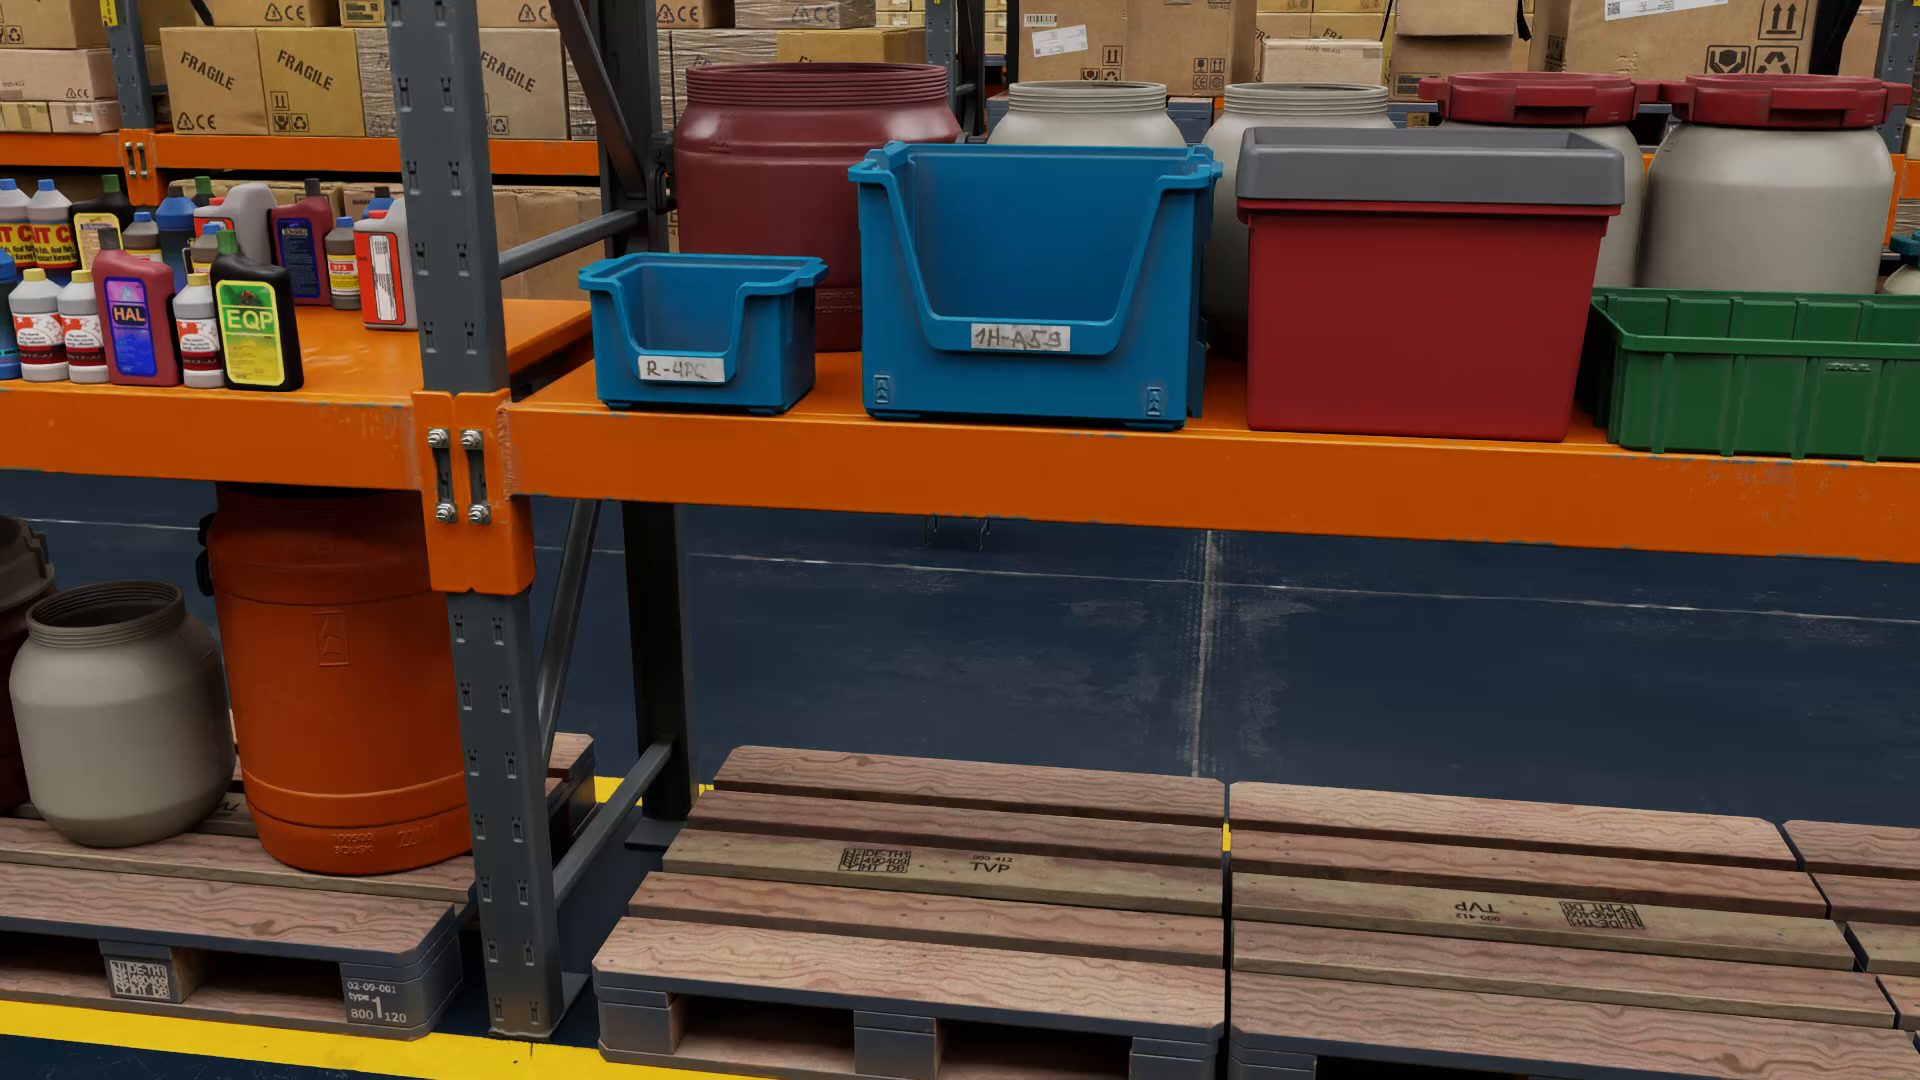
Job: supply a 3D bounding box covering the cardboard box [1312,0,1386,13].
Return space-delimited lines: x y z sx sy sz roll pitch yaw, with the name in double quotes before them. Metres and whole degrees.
"cardboard box" 2.824 -4.101 12.099 0.500 0.500 0.700 3 19 8

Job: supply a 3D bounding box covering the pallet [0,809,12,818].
"pallet" -2.787 0.653 4.018 1.213 0.211 1.003 3 19 9

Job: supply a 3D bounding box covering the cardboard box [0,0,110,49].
"cardboard box" -4.461 -2.698 8.226 0.500 0.500 0.500 3 19 10

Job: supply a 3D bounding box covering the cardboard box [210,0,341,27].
"cardboard box" -3.332 -2.827 8.287 0.637 0.503 0.797 2 19 7

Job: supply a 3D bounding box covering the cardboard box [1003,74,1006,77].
"cardboard box" 0.888 -4.489 17.679 0.875 0.875 0.875 3 19 8

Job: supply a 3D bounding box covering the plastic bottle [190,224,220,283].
"plastic bottle" -1.635 -0.593 3.660 0.097 0.201 0.097 0 18 0

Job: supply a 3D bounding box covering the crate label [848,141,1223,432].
"crate label" 0.138 -0.463 2.902 0.616 0.435 0.502 3 19 9

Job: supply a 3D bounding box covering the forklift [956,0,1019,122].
"forklift" 0.492 -2.953 10.509 3.031 2.935 1.130 16 24 40

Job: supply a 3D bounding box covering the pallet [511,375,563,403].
"pallet" -1.982 -0.935 8.766 1.213 0.211 1.003 3 19 9

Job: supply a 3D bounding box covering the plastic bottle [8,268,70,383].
"plastic bottle" -1.703 -0.401 3.087 0.097 0.201 0.097 0 18 0

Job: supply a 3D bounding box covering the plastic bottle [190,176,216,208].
"plastic bottle" -1.758 -0.693 3.829 0.133 0.283 0.061 3 19 9

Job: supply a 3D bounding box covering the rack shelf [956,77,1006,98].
"rack shelf" -1.103 -3.441 12.992 4.000 0.370 1.077 3 19 9

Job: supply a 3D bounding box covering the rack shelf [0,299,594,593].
"rack shelf" -2.775 -0.340 3.726 4.000 0.370 1.077 3 19 9

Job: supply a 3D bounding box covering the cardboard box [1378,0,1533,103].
"cardboard box" 2.208 -2.237 7.438 0.637 0.503 0.797 5 19 14

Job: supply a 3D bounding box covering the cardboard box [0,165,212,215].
"cardboard box" -4.603 -1.583 8.995 0.875 0.875 0.875 3 19 9

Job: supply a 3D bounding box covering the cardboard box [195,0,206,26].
"cardboard box" -6.095 -4.144 13.335 0.500 0.500 0.500 3 19 9

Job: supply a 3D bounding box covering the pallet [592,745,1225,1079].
"pallet" -0.042 0.793 3.600 1.213 0.211 1.003 3 19 9

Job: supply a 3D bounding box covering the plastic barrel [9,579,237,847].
"plastic barrel" -1.858 0.380 3.698 0.421 0.512 0.421 0 18 0

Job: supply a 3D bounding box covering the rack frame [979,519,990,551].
"rack frame" 0.092 -0.422 6.146 0.006 0.900 0.240 3 19 9

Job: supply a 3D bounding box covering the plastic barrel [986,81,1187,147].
"plastic barrel" 0.249 -0.649 3.338 0.421 0.512 0.421 0 18 0

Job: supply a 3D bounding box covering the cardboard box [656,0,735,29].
"cardboard box" -1.377 -2.731 7.999 0.637 0.503 0.797 3 19 10

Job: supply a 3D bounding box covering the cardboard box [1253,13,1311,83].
"cardboard box" 2.272 -3.571 12.091 0.500 0.500 0.500 3 19 9

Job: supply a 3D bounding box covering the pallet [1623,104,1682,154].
"pallet" 3.203 -1.924 7.628 1.213 0.211 1.003 3 19 9

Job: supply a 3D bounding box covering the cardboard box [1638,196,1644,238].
"cardboard box" 5.431 -2.618 12.086 0.875 0.875 0.875 3 19 9

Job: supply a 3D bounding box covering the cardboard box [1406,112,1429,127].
"cardboard box" 5.773 -5.687 21.652 0.625 0.625 0.875 4 19 11

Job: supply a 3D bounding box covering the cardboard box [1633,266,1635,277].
"cardboard box" 3.332 -0.992 7.786 0.500 0.500 0.700 1 19 4

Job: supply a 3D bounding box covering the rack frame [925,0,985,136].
"rack frame" -0.015 -2.132 7.948 0.127 3.000 1.000 3 19 9

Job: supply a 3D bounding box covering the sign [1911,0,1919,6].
"sign" 3.850 -2.306 6.643 0.005 0.325 0.100 3 19 9

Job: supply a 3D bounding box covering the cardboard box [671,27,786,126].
"cardboard box" -1.033 -2.154 7.855 0.500 0.500 0.500 3 19 8

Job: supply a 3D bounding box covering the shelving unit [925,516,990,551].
"shelving unit" -0.008 -0.427 6.162 0.210 0.900 0.258 3 19 9

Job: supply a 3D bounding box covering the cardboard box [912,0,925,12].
"cardboard box" -0.191 -3.951 12.180 0.250 0.149 0.380 4 19 10

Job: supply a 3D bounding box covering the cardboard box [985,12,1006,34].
"cardboard box" 0.312 -3.784 12.151 0.250 0.149 0.380 3 19 10

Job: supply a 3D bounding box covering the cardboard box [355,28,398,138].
"cardboard box" -2.559 -2.229 8.080 0.500 0.500 0.500 2 19 7

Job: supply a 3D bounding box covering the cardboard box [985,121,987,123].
"cardboard box" 0.229 -3.161 13.119 0.500 0.250 0.500 2 19 6

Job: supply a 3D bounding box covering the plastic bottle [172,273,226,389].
"plastic bottle" -1.379 -0.385 3.038 0.097 0.201 0.097 0 18 0

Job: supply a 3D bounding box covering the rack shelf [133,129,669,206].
"rack shelf" -1.990 -1.892 8.363 4.000 0.370 1.077 3 19 9

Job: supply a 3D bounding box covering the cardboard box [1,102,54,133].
"cardboard box" -4.572 -2.140 8.367 0.250 0.149 0.380 3 19 10

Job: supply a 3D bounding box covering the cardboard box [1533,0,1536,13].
"cardboard box" 4.330 -4.024 11.870 0.500 0.500 0.700 3 19 8

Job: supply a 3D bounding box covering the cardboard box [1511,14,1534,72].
"cardboard box" 3.765 -3.495 11.864 0.500 0.500 0.500 3 19 8

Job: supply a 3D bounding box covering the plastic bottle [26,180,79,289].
"plastic bottle" -2.103 -0.699 3.866 0.097 0.271 0.097 0 18 0

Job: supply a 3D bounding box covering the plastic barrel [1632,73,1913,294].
"plastic barrel" 1.515 -0.597 3.147 0.433 0.535 0.433 0 18 0

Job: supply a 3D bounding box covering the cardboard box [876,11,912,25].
"cardboard box" -0.459 -3.822 12.265 0.250 0.149 0.380 3 19 9

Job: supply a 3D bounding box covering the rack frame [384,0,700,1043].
"rack frame" -0.801 -0.580 3.311 0.127 3.000 1.000 3 19 9

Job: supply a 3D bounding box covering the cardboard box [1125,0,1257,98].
"cardboard box" 1.092 -2.367 7.832 0.500 0.500 0.700 6 19 17

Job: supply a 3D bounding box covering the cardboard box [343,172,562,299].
"cardboard box" -2.447 -1.454 8.609 0.875 0.875 1.225 2 19 7

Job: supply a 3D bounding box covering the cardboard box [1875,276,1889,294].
"cardboard box" 4.323 -0.912 7.579 0.500 0.500 0.500 2 19 7

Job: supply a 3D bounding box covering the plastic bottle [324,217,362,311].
"plastic bottle" -1.383 -0.629 3.768 0.097 0.201 0.097 0 18 0
